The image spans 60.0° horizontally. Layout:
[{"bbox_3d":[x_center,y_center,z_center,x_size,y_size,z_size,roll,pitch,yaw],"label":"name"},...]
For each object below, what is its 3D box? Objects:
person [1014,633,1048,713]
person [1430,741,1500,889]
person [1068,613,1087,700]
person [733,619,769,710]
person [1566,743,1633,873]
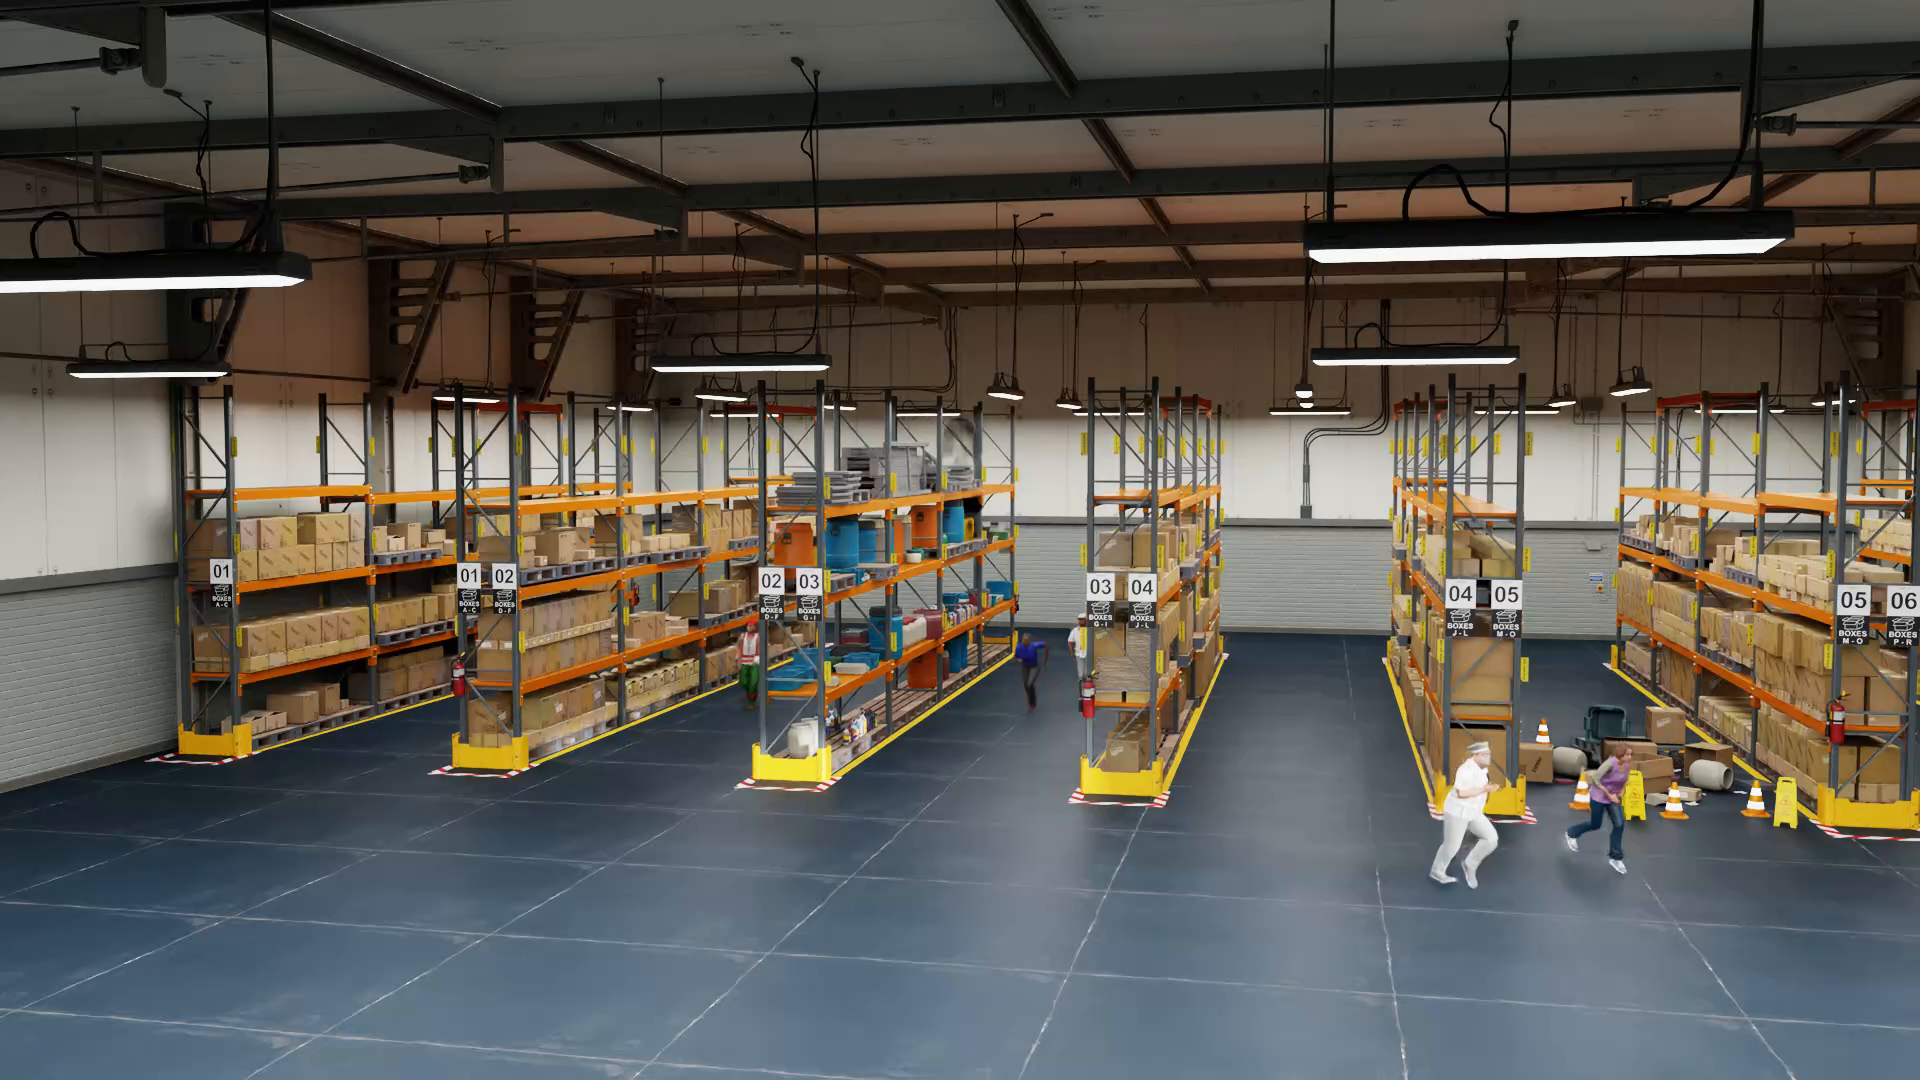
[{"bbox_3d":[1.354,2.505,31.407,0.611,1.546,0.947,1,3,16],"label":"person"},{"bbox_3d":[5.708,3.084,18.727,0.641,1.718,0.907,-2,4,-37],"label":"person"},{"bbox_3d":[2.478,2.303,32.935,0.714,1.730,0.661,1,3,19],"label":"person"},{"bbox_3d":[-3.982,2.367,31.680,0.661,1.736,0.596,0,3,6],"label":"person"},{"bbox_3d":[7.660,3.143,19.937,0.572,1.547,0.916,-2,4,-32],"label":"person"}]
